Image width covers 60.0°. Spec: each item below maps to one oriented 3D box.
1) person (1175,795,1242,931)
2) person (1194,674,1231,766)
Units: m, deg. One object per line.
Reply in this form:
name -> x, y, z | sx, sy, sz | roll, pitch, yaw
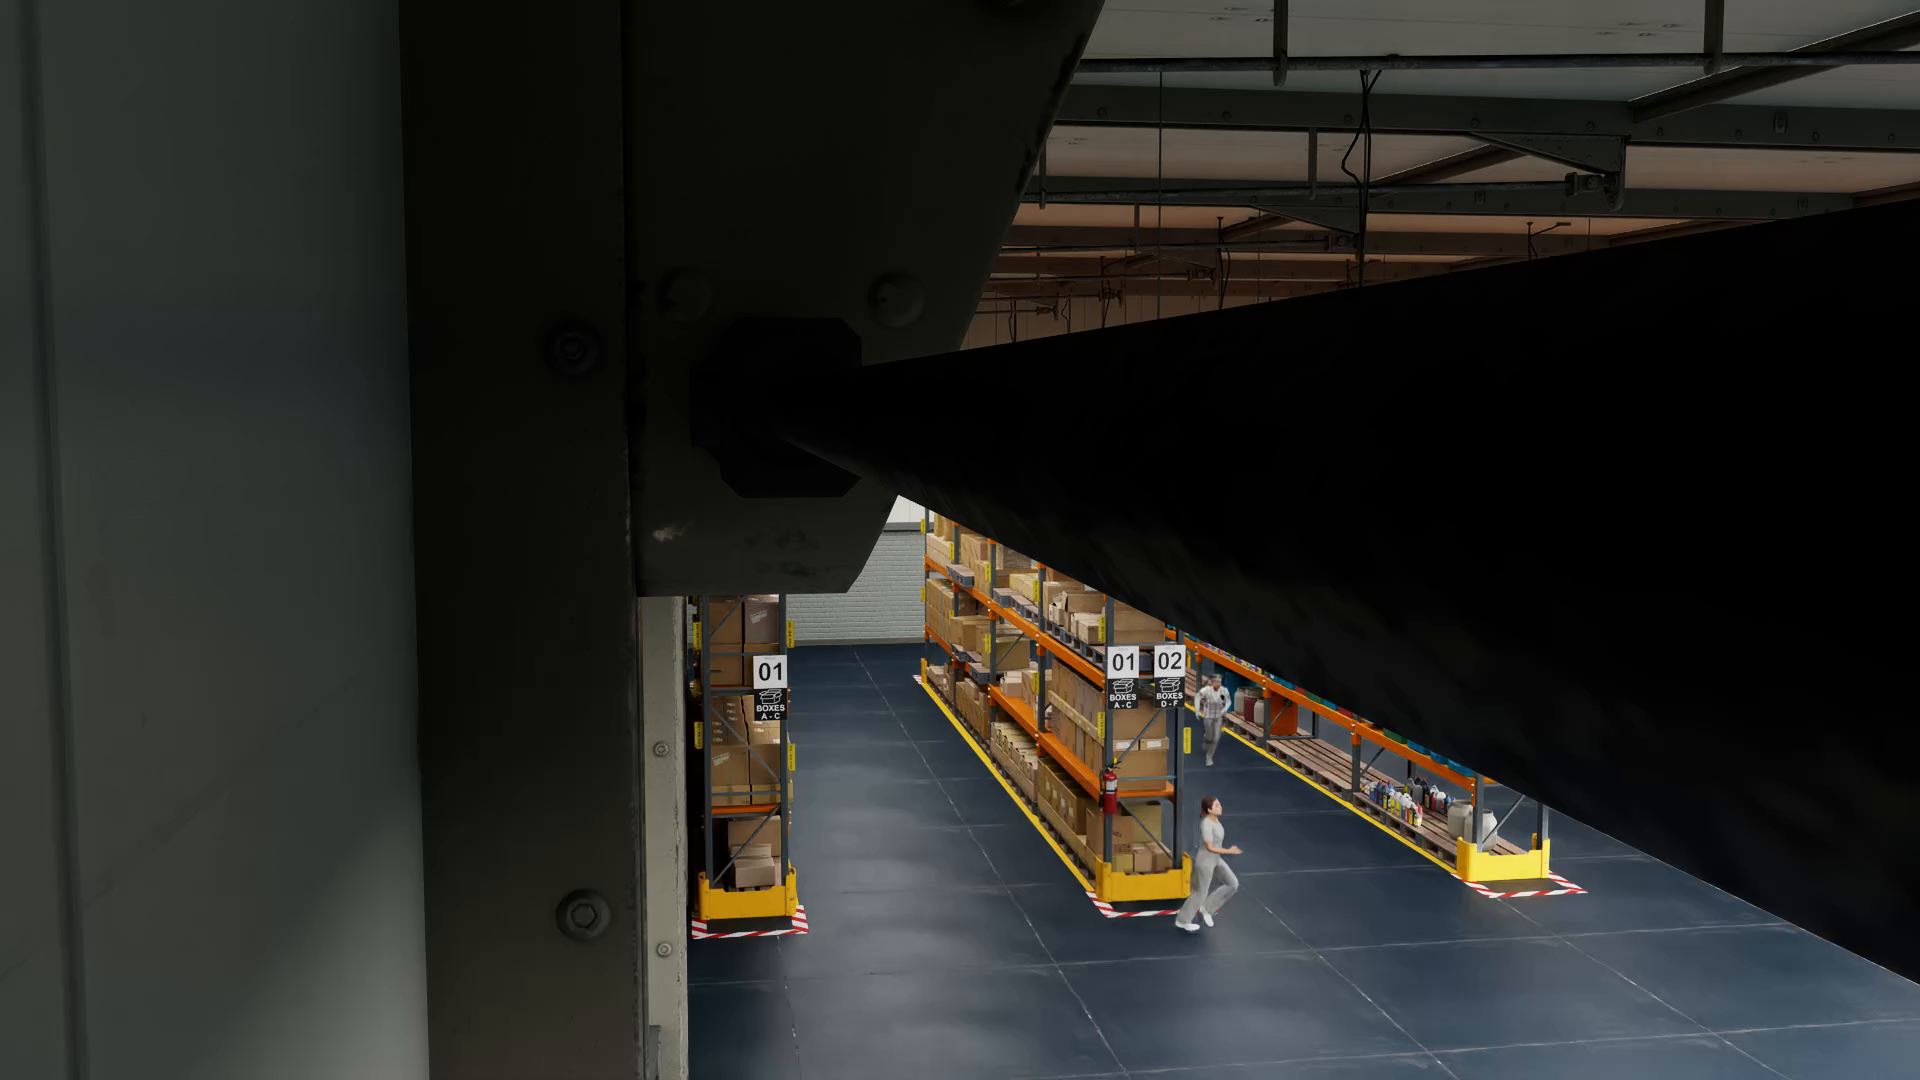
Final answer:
person -> 2.938, 3.784, 19.515 | 0.792, 1.622, 0.582 | 2, 6, 26
person -> 4.318, 3.047, 28.430 | 0.607, 1.619, 0.691 | -1, 5, -8
